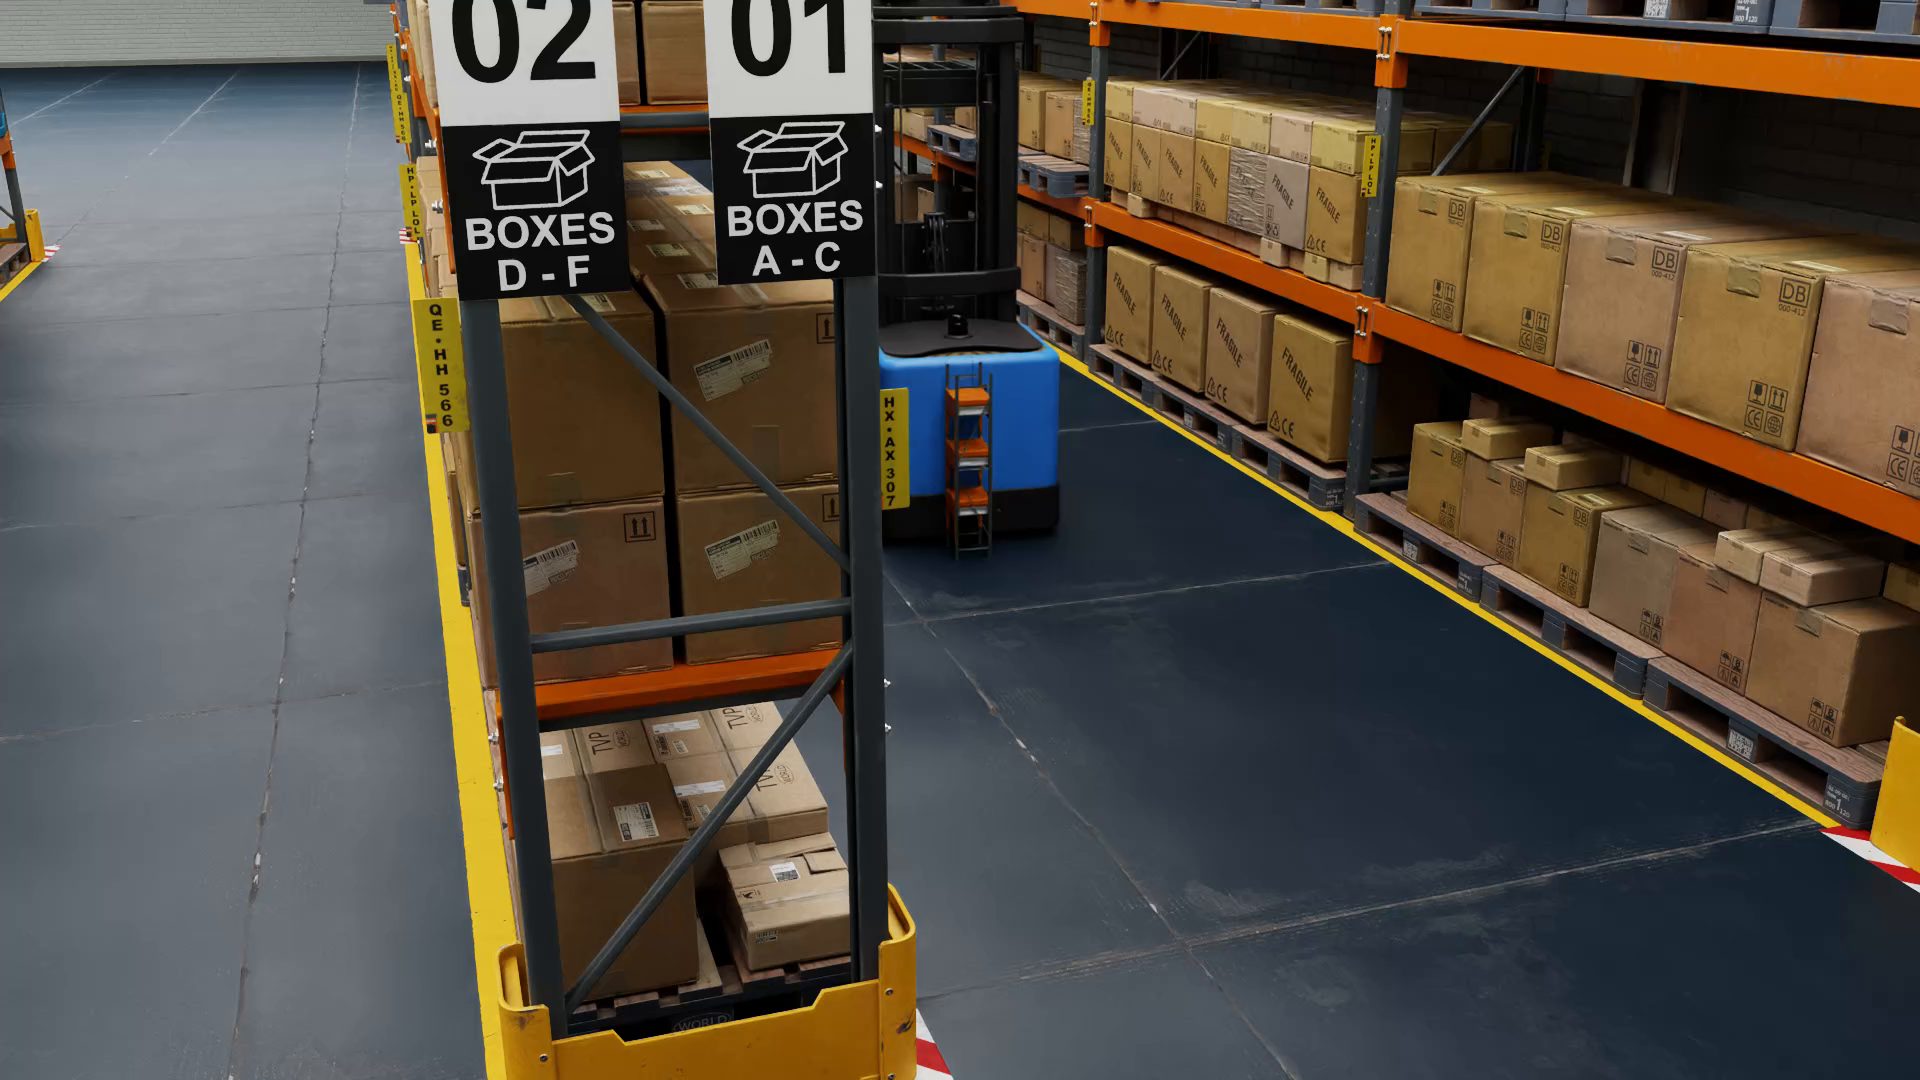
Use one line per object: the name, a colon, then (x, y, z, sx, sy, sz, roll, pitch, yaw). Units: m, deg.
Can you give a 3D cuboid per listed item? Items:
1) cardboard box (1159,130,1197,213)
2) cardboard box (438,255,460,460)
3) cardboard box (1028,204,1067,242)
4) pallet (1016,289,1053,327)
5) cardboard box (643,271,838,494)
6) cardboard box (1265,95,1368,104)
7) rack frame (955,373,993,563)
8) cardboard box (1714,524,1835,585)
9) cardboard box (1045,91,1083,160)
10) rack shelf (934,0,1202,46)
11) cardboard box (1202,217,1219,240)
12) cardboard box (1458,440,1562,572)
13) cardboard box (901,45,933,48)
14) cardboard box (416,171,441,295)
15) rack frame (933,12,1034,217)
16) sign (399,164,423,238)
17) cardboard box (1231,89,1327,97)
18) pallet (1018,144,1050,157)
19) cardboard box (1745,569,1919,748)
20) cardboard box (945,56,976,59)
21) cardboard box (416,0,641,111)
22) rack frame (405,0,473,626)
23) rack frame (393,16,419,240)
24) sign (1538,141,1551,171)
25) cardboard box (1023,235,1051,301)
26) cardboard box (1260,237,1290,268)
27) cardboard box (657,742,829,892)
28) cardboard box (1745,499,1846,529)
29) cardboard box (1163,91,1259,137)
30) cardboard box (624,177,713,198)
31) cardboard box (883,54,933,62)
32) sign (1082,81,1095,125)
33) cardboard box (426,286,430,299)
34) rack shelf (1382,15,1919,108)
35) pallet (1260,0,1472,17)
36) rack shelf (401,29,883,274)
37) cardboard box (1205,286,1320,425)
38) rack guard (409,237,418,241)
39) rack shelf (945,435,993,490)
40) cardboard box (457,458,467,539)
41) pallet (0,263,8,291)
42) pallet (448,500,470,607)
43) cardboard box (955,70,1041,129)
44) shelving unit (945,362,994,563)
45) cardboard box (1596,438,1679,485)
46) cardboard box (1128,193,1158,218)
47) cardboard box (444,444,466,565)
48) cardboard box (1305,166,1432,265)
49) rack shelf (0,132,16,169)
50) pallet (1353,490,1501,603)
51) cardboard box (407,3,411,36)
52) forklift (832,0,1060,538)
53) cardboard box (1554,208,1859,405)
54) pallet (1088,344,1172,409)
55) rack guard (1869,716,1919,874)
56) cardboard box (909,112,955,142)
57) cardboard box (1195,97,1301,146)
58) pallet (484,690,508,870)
cardboard box: (1.711, -2.551, 11.464, 0.500, 0.500, 0.500, -6, 21, -17)
cardboard box: (-1.257, -0.565, 4.924, 0.500, 0.500, 0.500, -6, 21, -16)
cardboard box: (0.928, -2.829, 14.794, 0.500, 0.250, 0.500, -6, 21, -17)
pallet: (0.866, -2.196, 15.217, 1.003, 0.211, 1.213, -6, 21, -17)
cardboard box: (-0.586, -0.459, 4.631, 0.500, 0.500, 0.500, -6, 21, -16)
cardboard box: (2.357, -2.803, 11.055, 0.500, 0.250, 0.500, -7, 21, -18)
rack frame: (0.074, -0.379, 8.918, 0.200, 1.050, 0.008, -4, 20, -12)
cardboard box: (3.395, 0.057, 6.938, 0.380, 0.149, 0.250, -6, 21, -16)
cardboard box: (1.131, -3.446, 13.776, 0.700, 0.500, 0.500, -8, 21, -22)
rack shelf: (0.861, -4.581, 14.360, 1.077, 0.370, 4.000, -6, 21, -17)
cardboard box: (1.866, -2.136, 11.268, 0.380, 0.149, 0.250, -6, 21, -17)
cardboard box: (3.040, -0.191, 8.588, 0.700, 0.500, 0.500, -7, 21, -18)
cardboard box: (-0.526, -5.434, 19.191, 0.500, 0.500, 0.500, -6, 21, -16)
cardboard box: (-1.911, -1.226, 6.765, 0.500, 0.500, 0.500, -7, 21, -19)
rack frame: (0.233, -4.150, 16.533, 1.000, 3.000, 0.127, -6, 21, -17)
sign: (-2.480, -1.540, 7.553, 0.100, 0.325, 0.005, -6, 21, -17)
cardboard box: (2.196, -2.966, 11.510, 0.500, 0.250, 0.500, -7, 21, -19)
pallet: (0.829, -3.407, 14.748, 1.003, 0.211, 1.213, -6, 21, -17)
cardboard box: (3.690, 0.466, 6.759, 0.700, 0.500, 0.500, -6, 21, -17)
cardboard box: (0.124, -4.781, 17.373, 0.500, 0.500, 0.500, -7, 21, -18)
cardboard box: (-1.109, -1.249, 4.242, 0.500, 0.250, 0.500, -6, 21, -17)
rack frame: (-1.954, -1.055, 7.916, 1.000, 3.000, 0.127, -6, 21, -17)
rack frame: (-5.726, -4.906, 18.638, 1.000, 3.000, 0.127, -6, 21, -17)
sign: (3.274, -2.087, 9.391, 0.100, 0.325, 0.005, -6, 21, -17)
cardboard box: (0.980, -2.456, 14.865, 0.700, 0.500, 0.500, -7, 21, -17)
cardboard box: (2.093, -1.797, 10.324, 0.380, 0.149, 0.250, -6, 21, -17)
cardboard box: (-0.756, 0.951, 5.749, 0.500, 0.250, 0.500, -6, 21, -17)
cardboard box: (3.681, -0.063, 7.273, 0.380, 0.149, 0.250, -6, 21, -17)
cardboard box: (1.719, -2.910, 11.354, 0.500, 0.250, 0.500, -6, 21, -17)
cardboard box: (-1.228, -1.112, 6.448, 0.500, 0.500, 0.500, -6, 21, -17)
cardboard box: (-0.520, -4.883, 17.656, 0.500, 0.500, 0.500, -7, 21, -19)
sign: (0.978, -3.313, 12.607, 0.100, 0.325, 0.005, -6, 21, -17)
cardboard box: (-3.779, -1.814, 12.647, 0.500, 0.311, 0.500, -7, 21, -18)
rack shelf: (3.376, -2.014, 7.213, 1.077, 0.370, 4.000, -6, 21, -17)
pallet: (2.412, -3.193, 9.715, 0.805, 0.209, 1.217, -7, 21, -19)
rack shelf: (-1.326, -1.486, 5.744, 1.077, 0.370, 4.000, -6, 21, -17)
cardboard box: (2.137, -1.248, 11.013, 0.750, 0.750, 0.750, -6, 21, -16)
rack guard: (-5.733, -3.737, 19.082, 1.175, 0.500, 0.348, -6, 21, -17)
rack shelf: (0.048, -0.409, 9.034, 0.215, 0.259, 0.240, -4, 20, -12)
cardboard box: (-1.414, -0.260, 5.555, 0.500, 0.500, 0.500, -6, 21, -17)
pallet: (-9.731, -2.397, 15.778, 1.003, 0.211, 1.213, -6, 21, -17)
pallet: (-2.246, 0.000, 9.103, 1.003, 0.211, 1.213, -6, 21, -17)
cardboard box: (0.360, -4.237, 15.976, 0.700, 0.500, 0.500, -6, 21, -17)
shelving unit: (0.048, -0.419, 9.030, 0.215, 1.050, 0.252, -4, 20, -12)
cardboard box: (3.357, -0.391, 8.185, 0.380, 0.149, 0.250, -6, 21, -17)
cardboard box: (1.448, -2.451, 12.145, 0.380, 0.149, 0.250, -6, 21, -16)
cardboard box: (-2.381, -0.214, 8.621, 0.500, 0.500, 0.500, -7, 21, -17)
cardboard box: (2.363, -1.900, 9.652, 0.500, 0.500, 0.500, -7, 21, -18)
rack shelf: (-9.801, -3.400, 15.510, 1.077, 0.370, 4.000, -6, 21, -17)
pallet: (2.912, -0.018, 9.154, 1.003, 0.211, 1.213, -6, 21, -17)
cardboard box: (-2.036, -2.214, 6.927, 0.500, 0.250, 0.500, -6, 21, -17)
forklift: (-0.248, -1.852, 10.236, 1.130, 2.935, 3.031, -4, 20, -12)
cardboard box: (3.365, -1.081, 7.544, 0.980, 0.700, 0.700, -7, 21, -20)
pallet: (1.666, -1.293, 12.703, 1.003, 0.211, 1.213, -6, 21, -17)
rack guard: (4.012, 0.885, 6.212, 1.175, 0.500, 0.348, -6, 21, -17)
cardboard box: (-0.204, -4.208, 16.888, 0.500, 0.250, 0.500, -6, 21, -17)
cardboard box: (1.885, -2.747, 10.900, 0.500, 0.250, 0.500, -7, 21, -18)
pallet: (-1.352, 0.870, 6.682, 1.003, 0.211, 1.213, -6, 21, -17)
